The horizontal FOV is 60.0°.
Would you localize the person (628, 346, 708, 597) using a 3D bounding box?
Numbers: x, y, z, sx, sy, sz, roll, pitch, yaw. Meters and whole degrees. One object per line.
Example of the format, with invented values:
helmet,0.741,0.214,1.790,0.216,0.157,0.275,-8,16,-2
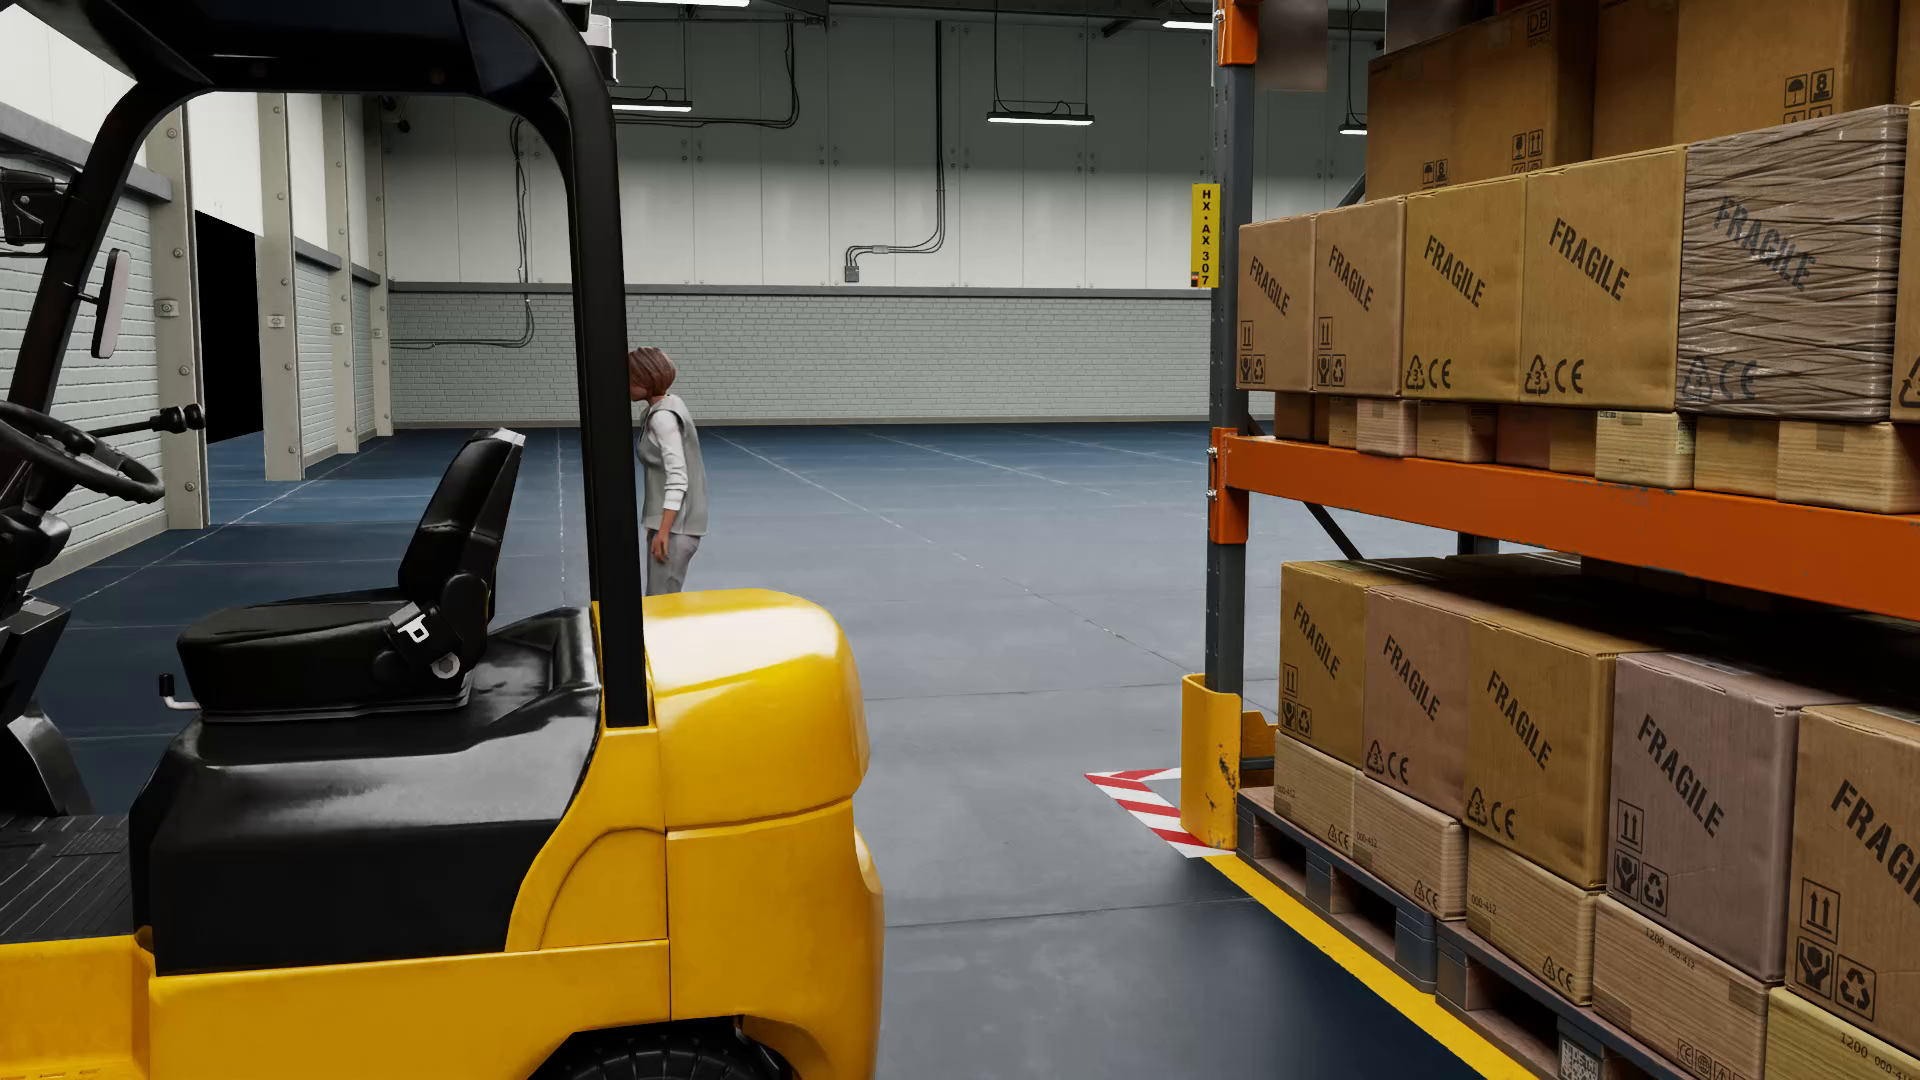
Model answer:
person,-1.263,-0.030,7.147,0.347,1.592,0.465,-2,7,-14
